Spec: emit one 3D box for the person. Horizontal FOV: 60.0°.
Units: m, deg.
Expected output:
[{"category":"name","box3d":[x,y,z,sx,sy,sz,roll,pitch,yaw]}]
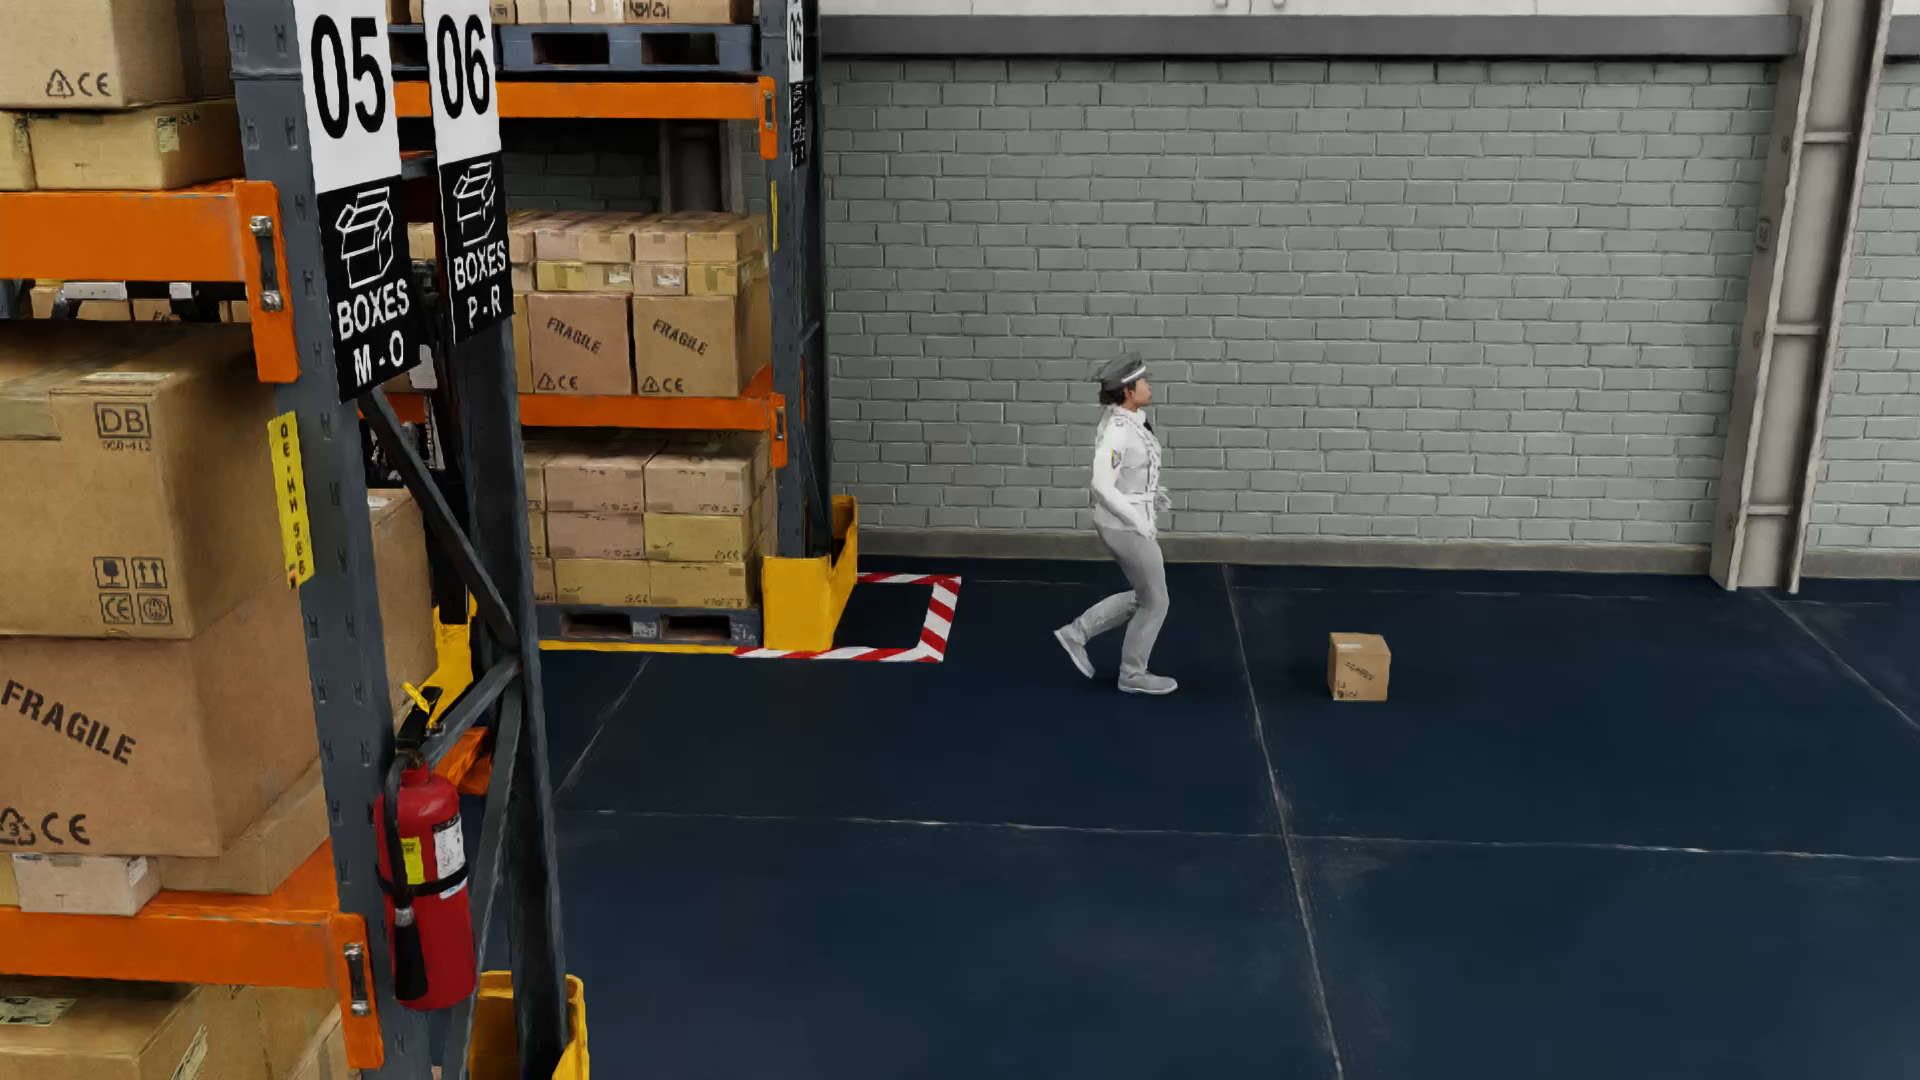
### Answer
[{"category":"person","box3d":[0.755,-0.073,7.760,0.578,1.661,0.635,1,18,4]}]
